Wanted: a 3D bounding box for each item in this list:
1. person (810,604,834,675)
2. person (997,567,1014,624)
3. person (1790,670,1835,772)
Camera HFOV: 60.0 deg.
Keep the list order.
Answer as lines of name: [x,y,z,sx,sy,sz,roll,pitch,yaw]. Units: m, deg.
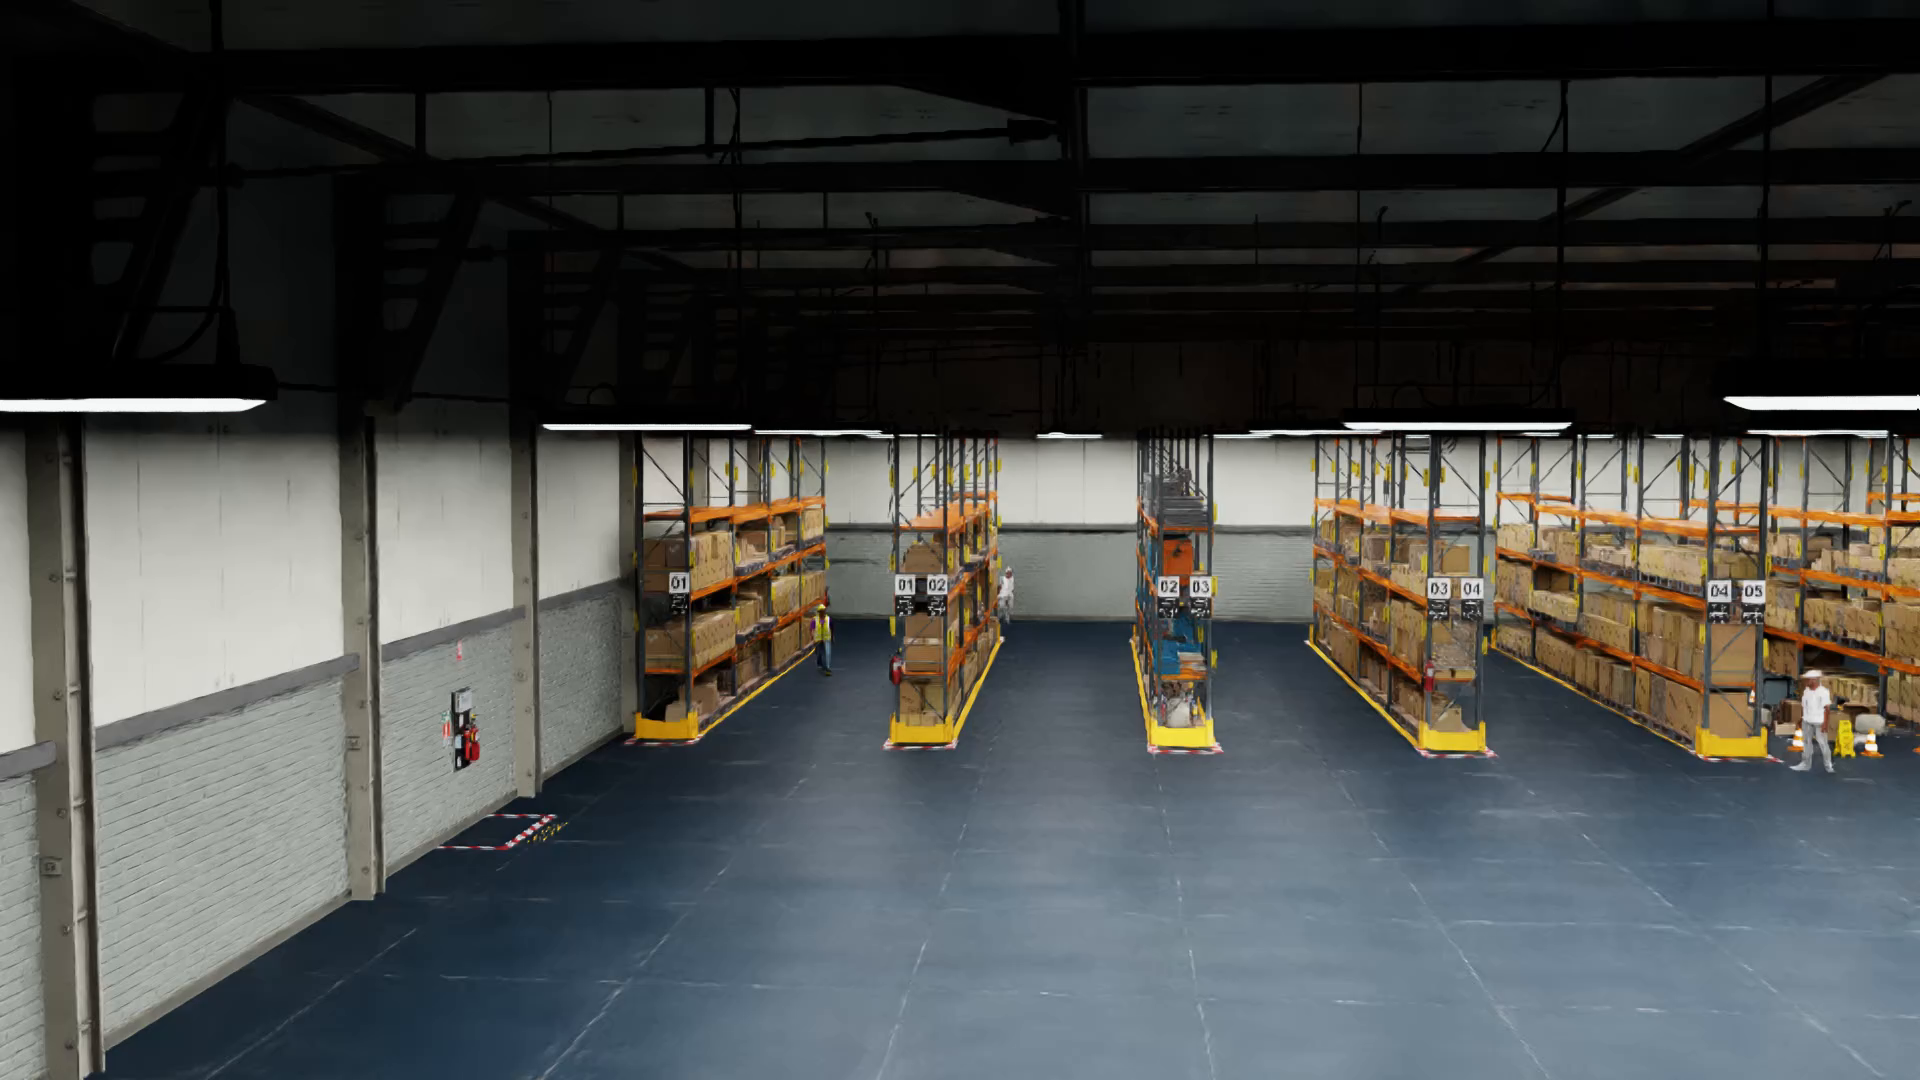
person: [-3.374,2.421,40.614,0.571,1.706,1.033,0,3,-3]
person: [1.402,1.726,51.908,0.597,1.772,0.573,-2,4,-31]
person: [14.764,3.119,28.724,0.550,1.770,0.683,-1,4,-15]
